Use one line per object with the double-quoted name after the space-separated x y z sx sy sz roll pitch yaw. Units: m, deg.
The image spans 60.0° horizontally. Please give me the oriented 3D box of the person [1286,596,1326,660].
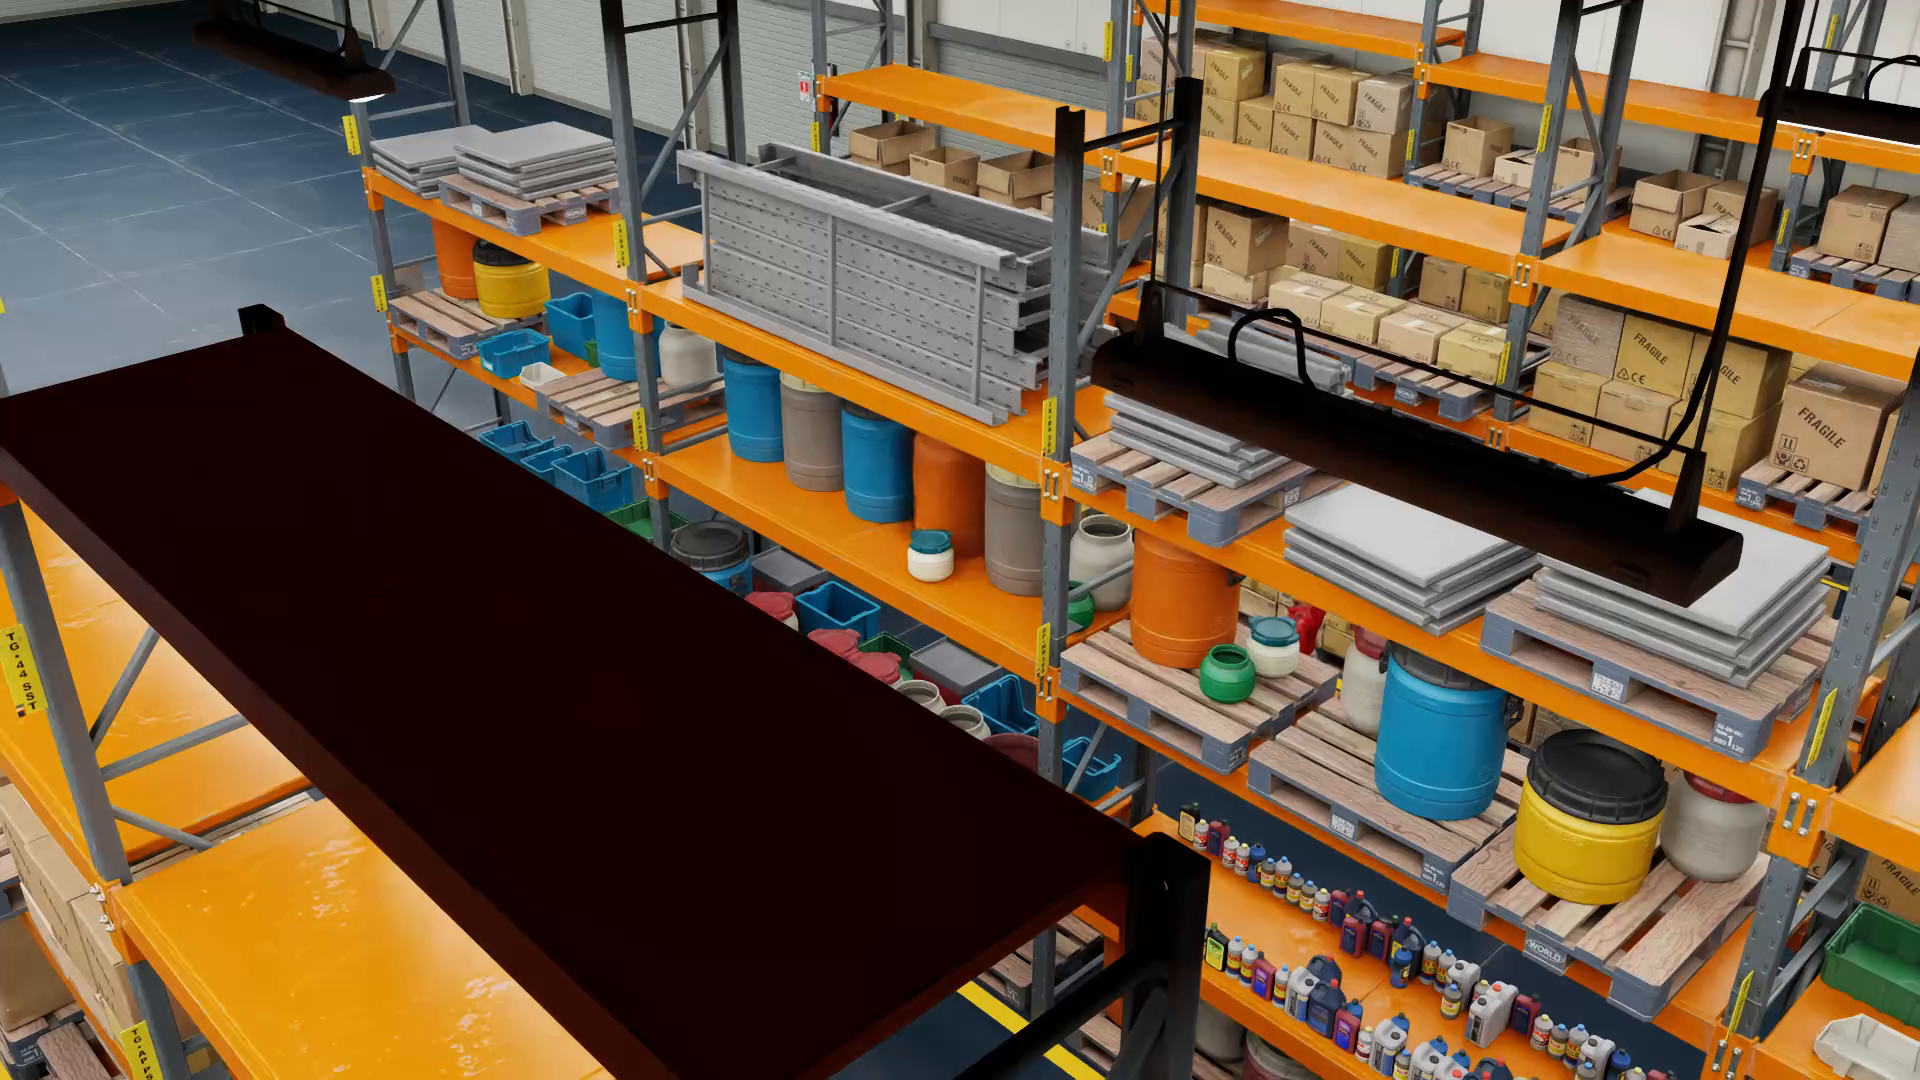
2.618 0.990 13.199 0.546 1.667 1.039 -21 34 -33 "person"
